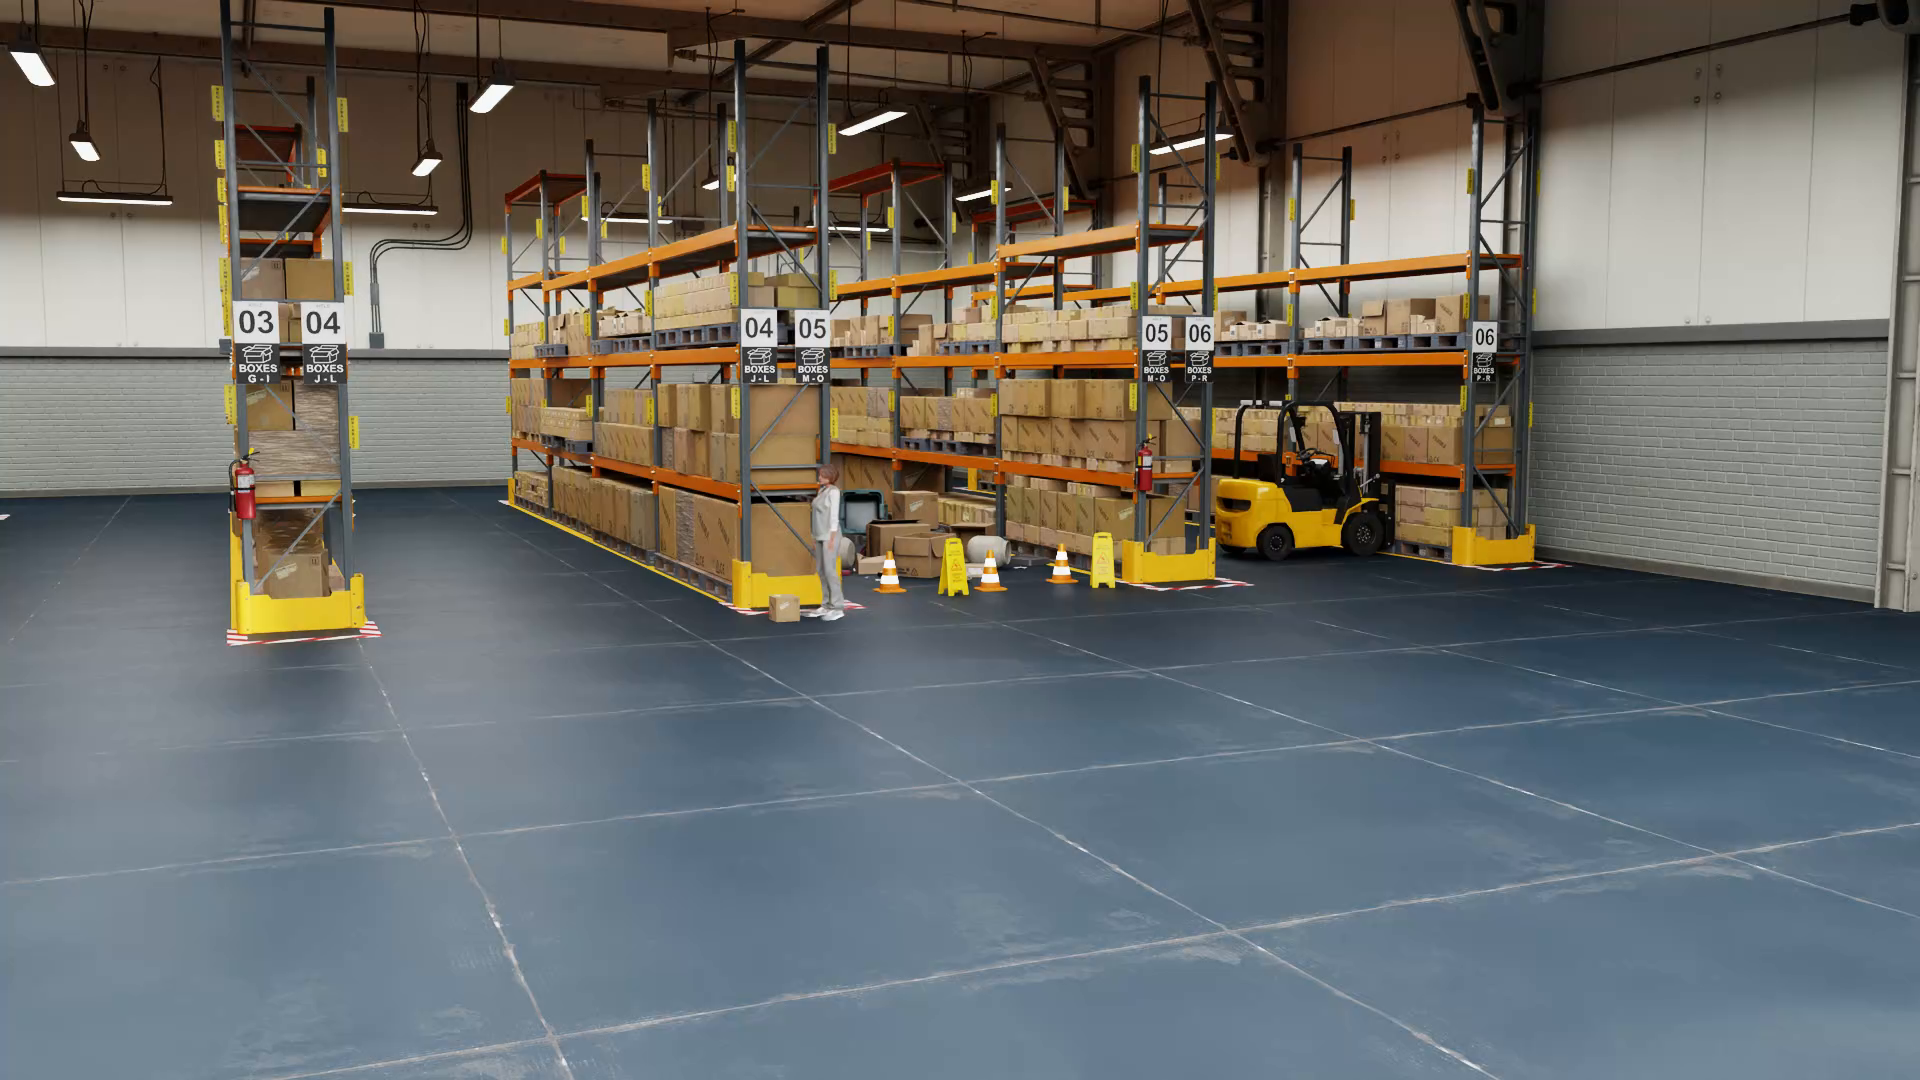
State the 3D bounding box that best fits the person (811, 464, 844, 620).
[{"bbox_3d":[-1.360,0.015,17.107,0.305,1.601,0.406,-2,6,-22],"label":"person"}]
